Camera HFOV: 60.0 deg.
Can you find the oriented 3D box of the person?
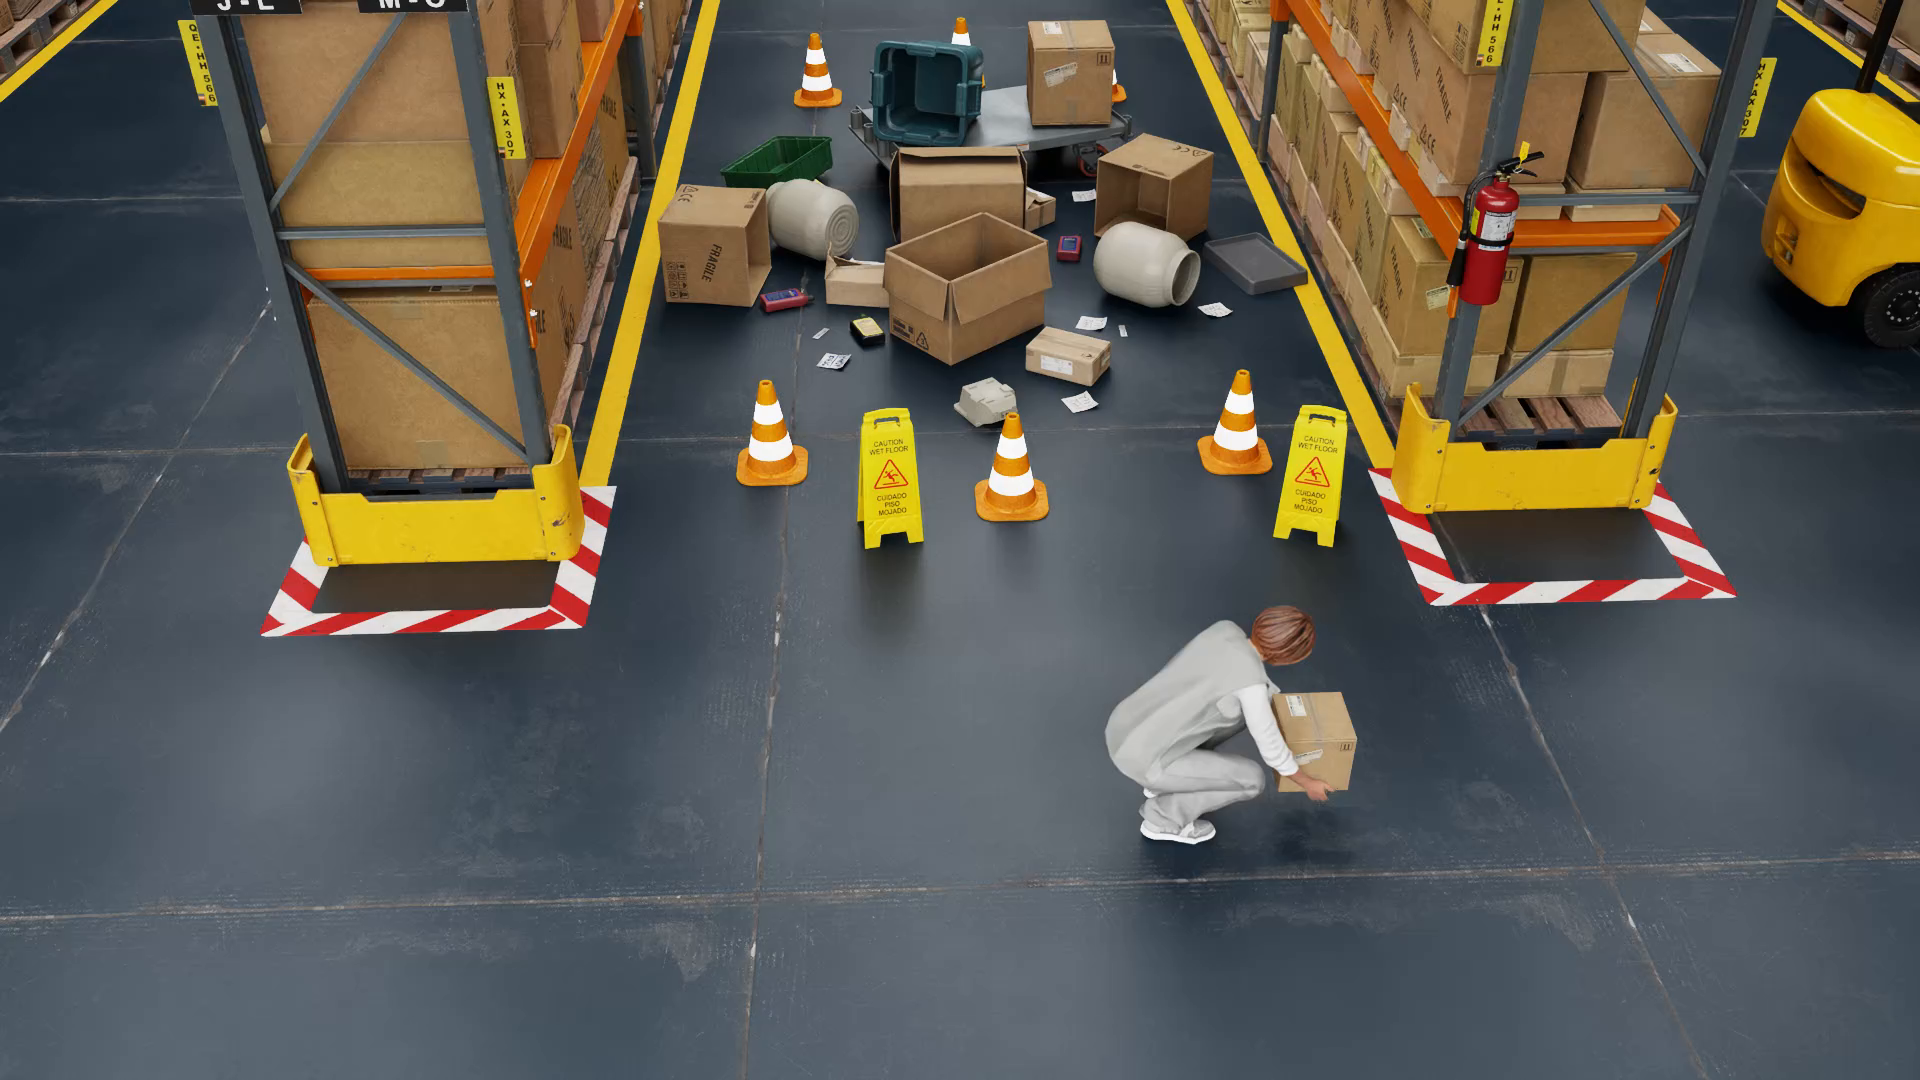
[{"bbox_3d":[0.922,0.647,5.877,0.817,0.882,0.432,-2,36,-3],"label":"person"}]
